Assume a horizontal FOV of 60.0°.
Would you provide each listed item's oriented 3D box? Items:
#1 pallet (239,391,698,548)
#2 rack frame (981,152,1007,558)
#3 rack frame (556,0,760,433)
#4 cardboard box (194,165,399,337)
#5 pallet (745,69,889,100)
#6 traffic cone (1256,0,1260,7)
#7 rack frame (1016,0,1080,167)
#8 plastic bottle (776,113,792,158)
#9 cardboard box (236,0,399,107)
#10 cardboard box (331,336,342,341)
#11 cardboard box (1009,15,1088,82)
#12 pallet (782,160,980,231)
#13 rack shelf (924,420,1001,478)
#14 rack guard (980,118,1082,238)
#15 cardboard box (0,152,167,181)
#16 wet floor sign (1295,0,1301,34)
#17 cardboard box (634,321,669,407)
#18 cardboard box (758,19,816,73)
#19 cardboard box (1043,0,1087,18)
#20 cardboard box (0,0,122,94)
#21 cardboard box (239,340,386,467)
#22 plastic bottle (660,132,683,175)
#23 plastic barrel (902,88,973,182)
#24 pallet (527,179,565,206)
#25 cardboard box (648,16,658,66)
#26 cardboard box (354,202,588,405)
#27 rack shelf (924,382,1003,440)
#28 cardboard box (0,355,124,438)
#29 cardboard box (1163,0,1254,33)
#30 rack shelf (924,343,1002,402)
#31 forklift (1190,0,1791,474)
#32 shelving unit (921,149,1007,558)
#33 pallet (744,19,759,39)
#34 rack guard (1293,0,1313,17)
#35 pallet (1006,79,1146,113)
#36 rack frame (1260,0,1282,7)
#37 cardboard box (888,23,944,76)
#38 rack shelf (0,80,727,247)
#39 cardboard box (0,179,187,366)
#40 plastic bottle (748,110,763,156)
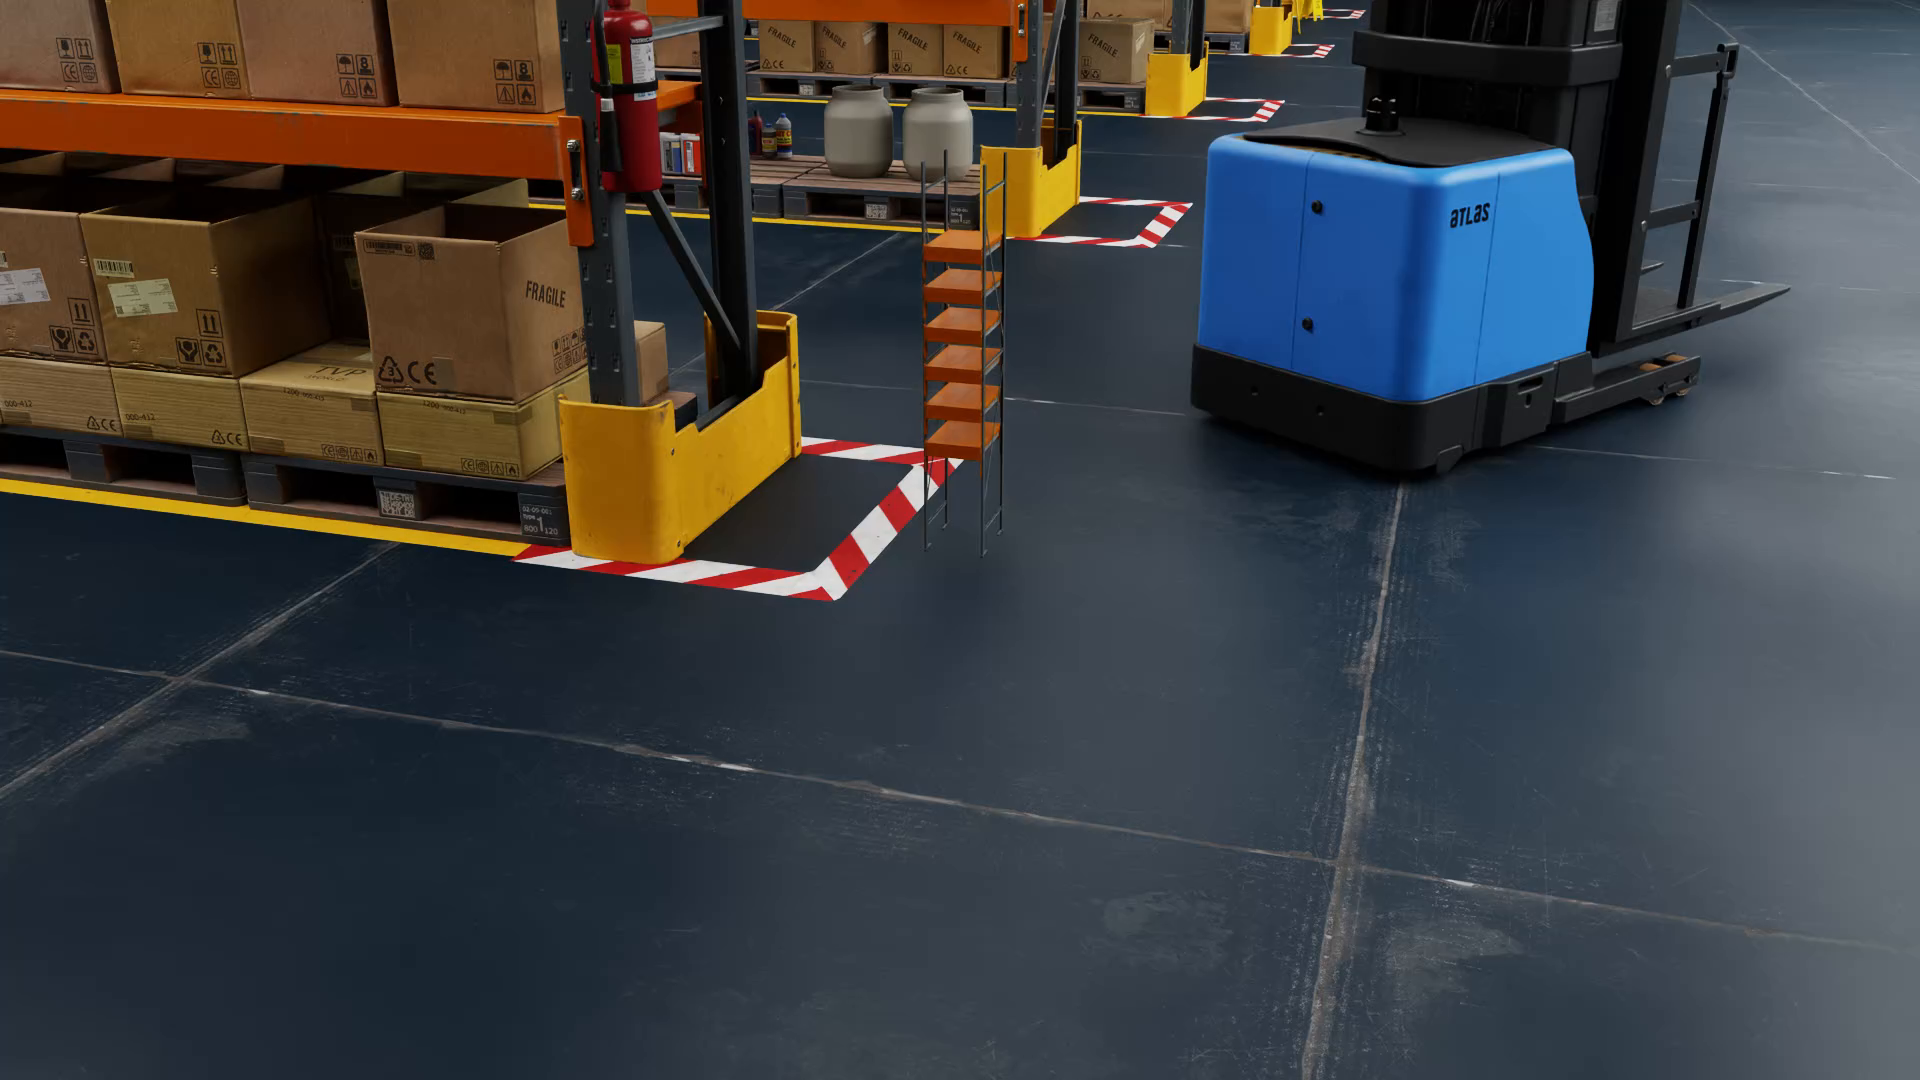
[{"bbox_3d":[-1.661,-0.317,5.764,1.213,0.211,1.003,7,23,16],"label":"pallet"},{"bbox_3d":[0.101,-0.544,5.014,0.006,1.200,0.240,7,23,16],"label":"rack frame"},{"bbox_3d":[-0.917,-1.538,5.067,0.127,3.000,1.000,7,23,16],"label":"rack frame"},{"bbox_3d":[-2.328,-1.051,5.962,0.500,0.500,0.500,7,23,16],"label":"cardboard box"},{"bbox_3d":[-1.228,-4.225,15.291,1.213,0.211,1.003,7,23,16],"label":"pallet"},{"bbox_3d":[4.026,-7.142,22.072,0.334,0.463,0.336,7,23,16],"label":"traffic cone"},{"bbox_3d":[0.517,-3.337,9.454,0.127,3.000,1.000,7,23,16],"label":"rack frame"},{"bbox_3d":[-1.128,-2.591,10.649,0.097,0.271,0.097,0,22,0],"label":"plastic bottle"},{"bbox_3d":[-1.864,-1.696,5.320,0.500,0.500,0.700,7,23,17],"label":"cardboard box"},{"bbox_3d":[-2.324,-0.708,6.114,0.500,0.250,0.500,7,23,16],"label":"cardboard box"},{"bbox_3d":[0.773,-4.302,14.547,0.500,0.500,0.500,13,26,29],"label":"cardboard box"},{"bbox_3d":[-0.345,-2.130,10.183,1.213,0.211,1.003,7,23,16],"label":"pallet"},{"bbox_3d":[0.014,-0.290,5.146,0.180,0.103,0.258,7,23,16],"label":"rack shelf"},{"bbox_3d":[0.431,-2.172,9.907,0.348,0.500,1.175,7,23,16],"label":"rack guard"},{"bbox_3d":[-3.284,-1.162,6.231,0.500,0.500,0.500,7,23,16],"label":"cardboard box"},{"bbox_3d":[4.077,-6.555,20.400,0.232,0.644,0.267,3,22,6],"label":"wet floor sign"},{"bbox_3d":[-1.366,-0.600,5.850,0.500,0.250,0.500,7,23,16],"label":"cardboard box"},{"bbox_3d":[-1.510,-4.555,15.162,0.500,0.500,0.500,6,23,14],"label":"cardboard box"},{"bbox_3d":[1.094,-6.386,19.132,0.875,0.875,0.875,7,23,16],"label":"cardboard box"},{"bbox_3d":[-2.843,-1.809,5.596,0.500,0.500,0.700,7,23,17],"label":"cardboard box"},{"bbox_3d":[-1.998,-0.462,5.514,0.500,0.250,0.500,7,23,16],"label":"cardboard box"},{"bbox_3d":[-1.734,-2.376,10.118,0.135,0.276,0.152,6,23,14],"label":"plastic bottle"},{"bbox_3d":[-0.135,-2.425,9.954,0.421,0.512,0.421,0,22,0],"label":"plastic barrel"},{"bbox_3d":[-2.681,-2.397,10.835,1.213,0.211,1.003,7,23,16],"label":"pallet"},{"bbox_3d":[-2.914,-4.757,15.628,0.500,0.500,0.700,6,23,15],"label":"cardboard box"},{"bbox_3d":[-1.516,-0.758,5.247,0.500,0.500,0.500,7,23,16],"label":"cardboard box"},{"bbox_3d":[0.014,-0.401,5.101,0.180,0.103,0.258,7,23,16],"label":"rack shelf"},{"bbox_3d":[-2.955,-0.572,5.781,0.500,0.250,0.500,7,23,16],"label":"cardboard box"},{"bbox_3d":[2.809,-6.190,18.653,0.875,0.875,0.875,7,23,16],"label":"cardboard box"},{"bbox_3d":[0.014,-0.512,5.055,0.180,0.103,0.258,7,23,16],"label":"rack shelf"},{"bbox_3d":[2.343,-2.024,6.343,3.031,2.935,1.130,-17,28,-36],"label":"forklift"},{"bbox_3d":[0.014,-0.554,5.038,0.189,1.200,0.258,7,23,16],"label":"shelving unit"},{"bbox_3d":[-2.284,-6.267,20.269,1.213,0.211,1.003,7,23,16],"label":"pallet"},{"bbox_3d":[4.738,-7.589,23.113,0.348,0.500,1.175,7,23,16],"label":"rack guard"},{"bbox_3d":[1.108,-3.957,14.639,1.213,0.211,1.003,7,23,16],"label":"pallet"},{"bbox_3d":[3.478,-6.928,18.207,0.127,3.000,1.000,7,23,16],"label":"rack frame"},{"bbox_3d":[-0.342,-4.455,14.919,0.500,0.500,0.500,4,23,11],"label":"cardboard box"},{"bbox_3d":[-2.832,-1.425,5.738,4.000,0.370,1.077,7,23,16],"label":"rack shelf"},{"bbox_3d":[-2.956,-0.917,5.636,0.500,0.500,0.500,7,23,16],"label":"cardboard box"},{"bbox_3d":[-1.340,-2.628,10.723,0.133,0.283,0.061,7,23,16],"label":"plastic bottle"}]
